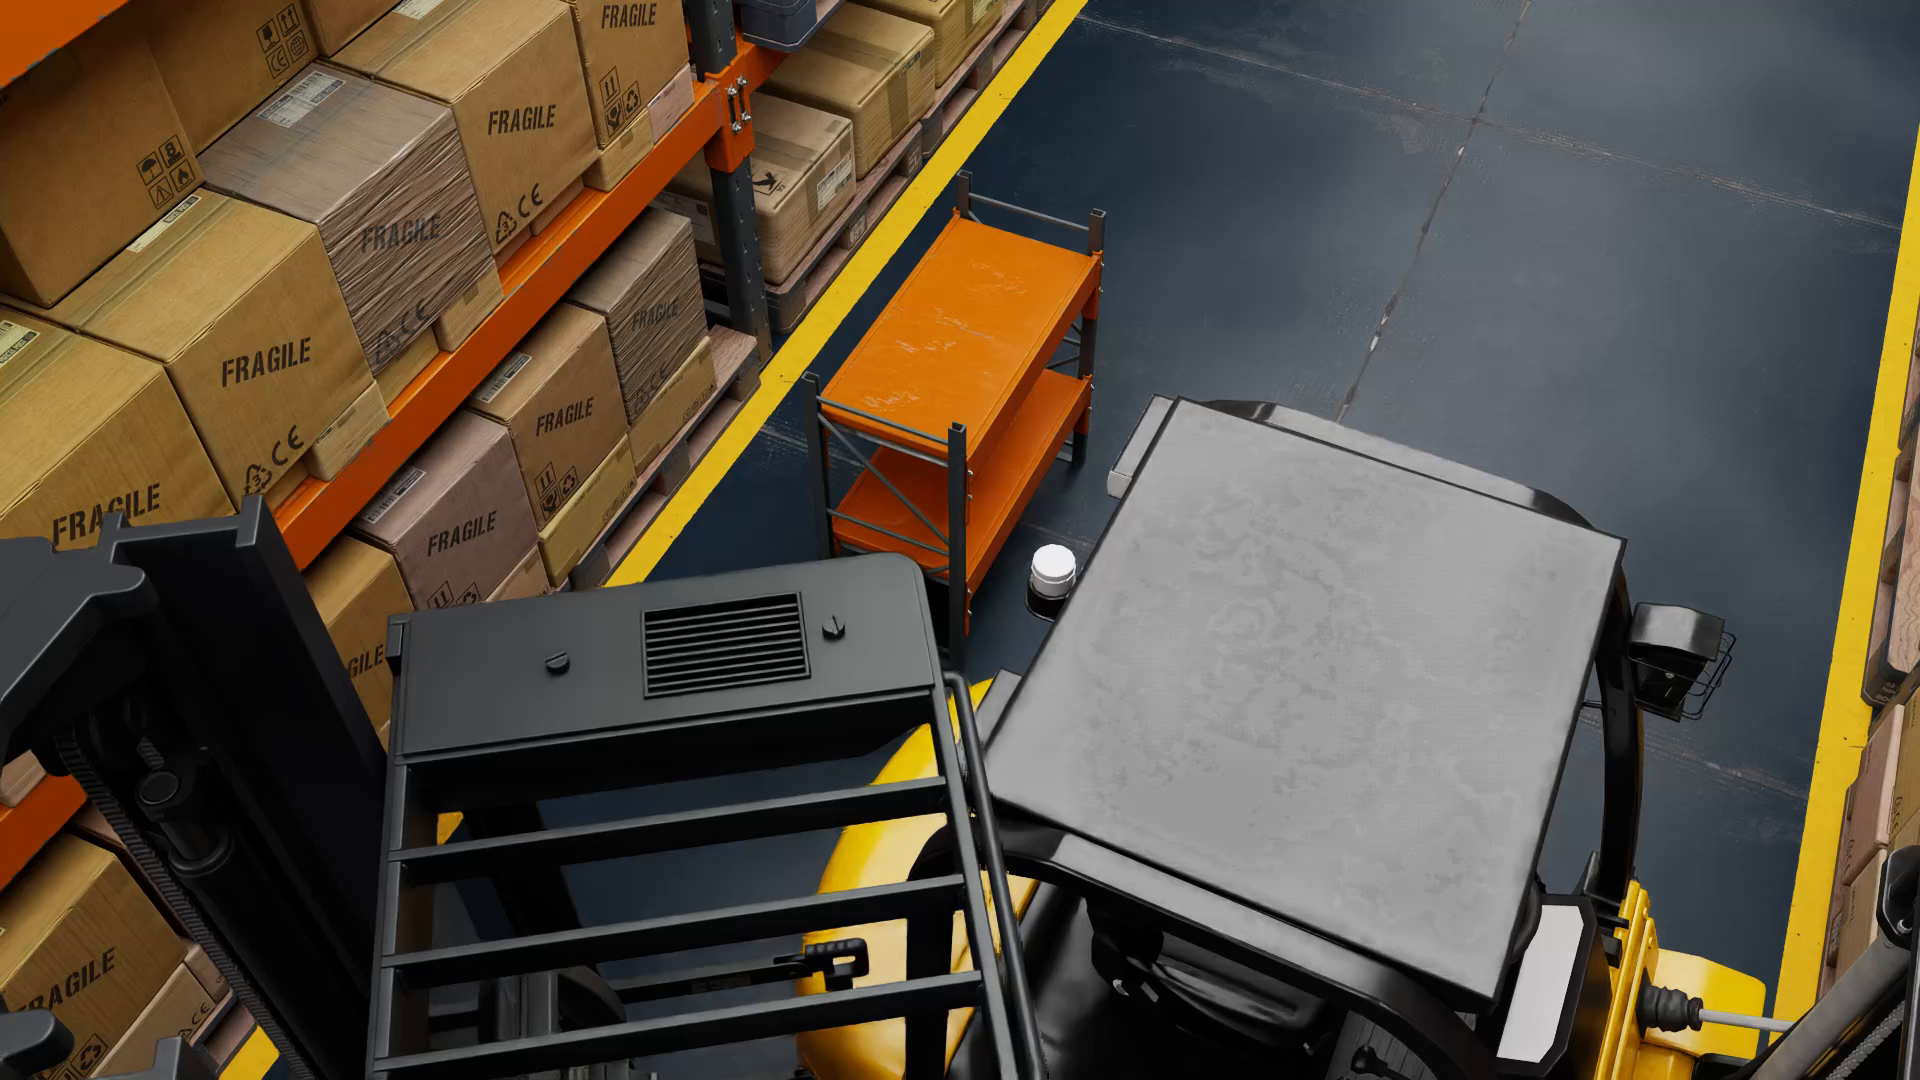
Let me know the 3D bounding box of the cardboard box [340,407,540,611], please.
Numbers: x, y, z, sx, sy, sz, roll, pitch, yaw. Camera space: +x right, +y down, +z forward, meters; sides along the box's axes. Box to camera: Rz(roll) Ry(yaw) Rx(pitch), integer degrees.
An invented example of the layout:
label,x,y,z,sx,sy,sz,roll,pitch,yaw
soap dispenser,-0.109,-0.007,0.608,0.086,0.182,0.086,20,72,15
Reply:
label,x,y,z,sx,sy,sz,roll,pitch,yaw
cardboard box,-1.632,-0.085,4.890,0.500,0.500,0.500,22,53,18

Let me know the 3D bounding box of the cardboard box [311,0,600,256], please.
label,x,y,z,sx,sy,sz,roll,pitch,yaw
cardboard box,-1.368,-1.180,4.523,0.500,0.500,0.500,21,53,17

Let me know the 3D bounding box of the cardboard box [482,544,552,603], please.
label,x,y,z,sx,sy,sz,roll,pitch,yaw
cardboard box,-1.639,0.174,5.162,0.500,0.250,0.500,21,53,17

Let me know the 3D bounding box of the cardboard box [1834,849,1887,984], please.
label,x,y,z,sx,sy,sz,roll,pitch,yaw
cardboard box,2.591,1.153,4.329,0.500,0.250,0.500,19,52,15

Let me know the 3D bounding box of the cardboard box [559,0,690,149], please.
label,x,y,z,sx,sy,sz,roll,pitch,yaw
cardboard box,-1.154,-1.536,4.827,0.500,0.500,0.500,19,52,15

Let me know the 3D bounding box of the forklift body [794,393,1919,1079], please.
label,x,y,z,sx,sy,sz,roll,pitch,yaw
forklift body,0.752,0.948,3.531,2.313,2.155,1.214,20,52,16

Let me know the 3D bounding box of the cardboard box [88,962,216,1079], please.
label,x,y,z,sx,sy,sz,roll,pitch,yaw
cardboard box,-2.304,1.249,4.247,0.500,0.250,0.500,19,52,16

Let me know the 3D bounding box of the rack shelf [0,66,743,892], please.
label,x,y,z,sx,sy,sz,roll,pitch,yaw
rack shelf,-2.044,-0.184,4.410,1.077,0.370,4.000,20,52,16

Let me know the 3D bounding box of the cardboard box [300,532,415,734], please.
label,x,y,z,sx,sy,sz,roll,pitch,yaw
cardboard box,-1.853,0.286,4.575,0.500,0.500,0.500,21,53,17

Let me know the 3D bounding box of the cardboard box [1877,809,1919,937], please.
label,x,y,z,sx,sy,sz,roll,pitch,yaw
cardboard box,2.601,0.991,4.139,0.500,0.250,0.500,20,52,16

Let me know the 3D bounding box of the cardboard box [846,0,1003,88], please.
label,x,y,z,sx,sy,sz,roll,pitch,yaw
cardboard box,-0.368,-2.417,7.286,0.950,0.372,0.625,21,53,17

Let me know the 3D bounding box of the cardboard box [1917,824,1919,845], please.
label,x,y,z,sx,sy,sz,roll,pitch,yaw
cardboard box,2.582,0.829,3.949,0.500,0.250,0.500,20,52,16

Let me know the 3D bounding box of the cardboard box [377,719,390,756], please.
label,x,y,z,sx,sy,sz,roll,pitch,yaw
cardboard box,-1.857,0.520,4.867,0.500,0.250,0.500,23,53,18

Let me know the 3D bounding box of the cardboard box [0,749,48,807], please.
label,x,y,z,sx,sy,sz,roll,pitch,yaw
cardboard box,-2.134,0.380,3.622,0.380,0.149,0.250,21,53,17

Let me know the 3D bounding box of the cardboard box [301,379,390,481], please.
label,x,y,z,sx,sy,sz,roll,pitch,yaw
cardboard box,-1.696,-0.337,4.232,0.380,0.149,0.250,20,53,16

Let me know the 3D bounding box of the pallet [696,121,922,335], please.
label,x,y,z,sx,sy,sz,roll,pitch,yaw
pallet,-0.858,-1.428,6.826,1.003,0.211,1.213,20,52,16

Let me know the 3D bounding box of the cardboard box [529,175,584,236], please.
label,x,y,z,sx,sy,sz,roll,pitch,yaw
cardboard box,-1.333,-1.064,4.851,0.380,0.149,0.250,20,52,16

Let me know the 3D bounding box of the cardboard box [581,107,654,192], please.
label,x,y,z,sx,sy,sz,roll,pitch,yaw
cardboard box,-1.151,-1.219,4.982,0.380,0.149,0.250,21,53,17

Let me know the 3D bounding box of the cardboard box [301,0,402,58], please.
label,x,y,z,sx,sy,sz,roll,pitch,yaw
cardboard box,-1.811,-1.670,4.284,0.700,0.500,0.500,20,52,16

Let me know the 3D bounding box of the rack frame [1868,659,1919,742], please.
label,x,y,z,sx,sy,sz,roll,pitch,yaw
rack frame,3.300,-0.182,3.935,1.000,3.000,0.127,20,52,16

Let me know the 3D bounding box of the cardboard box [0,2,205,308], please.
label,x,y,z,sx,sy,sz,roll,pitch,yaw
cardboard box,-2.191,-0.945,3.667,0.700,0.500,0.500,19,52,16

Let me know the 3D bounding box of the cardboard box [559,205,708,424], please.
label,x,y,z,sx,sy,sz,roll,pitch,yaw
cardboard box,-1.200,-0.788,5.488,0.500,0.500,0.500,19,52,16

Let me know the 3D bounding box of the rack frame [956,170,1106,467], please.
label,x,y,z,sx,sy,sz,roll,pitch,yaw
rack frame,0.220,-0.719,5.623,0.500,1.125,0.032,20,52,16

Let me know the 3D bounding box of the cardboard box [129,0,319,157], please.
label,x,y,z,sx,sy,sz,roll,pitch,yaw
cardboard box,-2.050,-1.333,3.998,0.700,0.500,0.500,19,52,15

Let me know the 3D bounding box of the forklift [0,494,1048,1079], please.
label,x,y,z,sx,sy,sz,roll,pitch,yaw
forklift,-0.430,1.138,2.857,3.031,2.935,1.130,-7,50,-6

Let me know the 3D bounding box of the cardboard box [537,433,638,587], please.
label,x,y,z,sx,sy,sz,roll,pitch,yaw
cardboard box,-1.417,-0.175,5.459,0.500,0.250,0.500,19,52,15

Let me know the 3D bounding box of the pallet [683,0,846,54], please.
label,x,y,z,sx,sy,sz,roll,pitch,yaw
pallet,-0.731,-2.211,5.788,1.003,0.211,1.213,20,52,16

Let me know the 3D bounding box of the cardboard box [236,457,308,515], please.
label,x,y,z,sx,sy,sz,roll,pitch,yaw
cardboard box,-1.856,-0.182,4.101,0.380,0.149,0.250,19,52,15

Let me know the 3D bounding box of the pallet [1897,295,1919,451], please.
label,x,y,z,sx,sy,sz,roll,pitch,yaw
pallet,4.099,-0.642,6.157,1.003,0.211,1.213,20,52,16

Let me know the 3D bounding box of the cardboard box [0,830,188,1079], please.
label,x,y,z,sx,sy,sz,roll,pitch,yaw
cardboard box,-2.294,0.990,3.976,0.500,0.500,0.500,18,52,15

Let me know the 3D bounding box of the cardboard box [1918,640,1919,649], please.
label,x,y,z,sx,sy,sz,roll,pitch,yaw
cardboard box,3.513,0.088,4.989,0.875,0.625,0.625,22,53,18

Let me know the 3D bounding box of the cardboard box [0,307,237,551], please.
label,x,y,z,sx,sy,sz,roll,pitch,yaw
cardboard box,-2.010,-0.114,3.616,0.500,0.500,0.500,19,52,15

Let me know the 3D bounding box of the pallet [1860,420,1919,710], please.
label,x,y,z,sx,sy,sz,roll,pitch,yaw
pallet,3.580,0.201,5.440,1.003,0.211,1.213,20,52,16

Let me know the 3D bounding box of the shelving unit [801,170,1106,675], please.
label,x,y,z,sx,sy,sz,roll,pitch,yaw
shelving unit,0.003,-0.369,5.326,0.538,1.125,1.048,20,52,16

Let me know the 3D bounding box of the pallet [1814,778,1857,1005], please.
label,x,y,z,sx,sy,sz,roll,pitch,yaw
pallet,2.922,1.255,4.543,1.003,0.211,1.213,20,52,16

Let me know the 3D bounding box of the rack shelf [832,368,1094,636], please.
label,x,y,z,sx,sy,sz,roll,pitch,yaw
rack shelf,0.003,-0.211,5.512,0.538,0.278,1.000,20,52,16

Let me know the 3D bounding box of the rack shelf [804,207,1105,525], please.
label,x,y,z,sx,sy,sz,roll,pitch,yaw
rack shelf,0.003,-0.559,5.103,0.538,0.278,1.000,20,52,16

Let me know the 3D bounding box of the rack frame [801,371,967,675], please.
label,x,y,z,sx,sy,sz,roll,pitch,yaw
rack frame,-0.214,-0.019,5.028,0.500,1.125,0.032,20,52,16

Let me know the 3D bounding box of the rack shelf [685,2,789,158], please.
label,x,y,z,sx,sy,sz,roll,pitch,yaw
rack shelf,-0.335,-2.939,6.753,1.077,0.370,4.000,20,52,16

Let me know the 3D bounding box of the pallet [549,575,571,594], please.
label,x,y,z,sx,sy,sz,roll,pitch,yaw
pallet,-1.964,0.426,5.249,1.003,0.211,1.213,20,52,16

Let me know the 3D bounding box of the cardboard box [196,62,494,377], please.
label,x,y,z,sx,sy,sz,roll,pitch,yaw
cardboard box,-1.586,-0.821,4.218,0.500,0.500,0.500,21,53,17

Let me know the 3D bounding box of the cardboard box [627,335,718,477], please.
label,x,y,z,sx,sy,sz,roll,pitch,yaw
cardboard box,-1.199,-0.545,5.774,0.500,0.250,0.500,22,53,18

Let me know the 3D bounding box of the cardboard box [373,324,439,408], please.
label,x,y,z,sx,sy,sz,roll,pitch,yaw
cardboard box,-1.619,-0.526,4.393,0.380,0.149,0.250,19,52,15

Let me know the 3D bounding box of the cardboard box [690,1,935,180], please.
label,x,y,z,sx,sy,sz,roll,pitch,yaw
cardboard box,-0.664,-1.937,6.879,0.950,0.372,0.625,23,53,18

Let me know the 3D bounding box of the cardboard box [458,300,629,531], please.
label,x,y,z,sx,sy,sz,roll,pitch,yaw
cardboard box,-1.415,-0.437,5.190,0.500,0.500,0.500,21,53,17

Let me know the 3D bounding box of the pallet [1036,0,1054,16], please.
label,x,y,z,sx,sy,sz,roll,pitch,yaw
pallet,0.184,-3.108,8.256,1.003,0.211,1.213,20,52,16

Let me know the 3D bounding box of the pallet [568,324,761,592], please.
label,x,y,z,sx,sy,sz,roll,pitch,yaw
pallet,-1.444,-0.417,5.966,1.003,0.211,1.213,20,52,16

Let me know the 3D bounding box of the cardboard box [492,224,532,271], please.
label,x,y,z,sx,sy,sz,roll,pitch,yaw
cardboard box,-1.452,-0.898,4.709,0.380,0.149,0.250,19,52,16

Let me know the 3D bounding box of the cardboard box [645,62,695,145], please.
label,x,y,z,sx,sy,sz,roll,pitch,yaw
cardboard box,-1.051,-1.393,5.130,0.380,0.149,0.250,19,52,16

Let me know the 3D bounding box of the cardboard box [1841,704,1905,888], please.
label,x,y,z,sx,sy,sz,roll,pitch,yaw
cardboard box,2.794,0.798,4.631,0.500,0.250,0.500,20,53,16

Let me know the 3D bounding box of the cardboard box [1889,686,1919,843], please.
label,x,y,z,sx,sy,sz,roll,pitch,yaw
cardboard box,2.814,0.644,4.434,0.500,0.250,0.500,20,52,16

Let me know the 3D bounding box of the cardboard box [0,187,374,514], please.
label,x,y,z,sx,sy,sz,roll,pitch,yaw
cardboard box,-1.800,-0.467,3.917,0.500,0.500,0.500,19,52,15

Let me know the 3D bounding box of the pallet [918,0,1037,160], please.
label,x,y,z,sx,sy,sz,roll,pitch,yaw
pallet,-0.338,-2.271,7.543,1.003,0.211,1.213,20,52,16

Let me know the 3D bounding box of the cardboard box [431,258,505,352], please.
label,x,y,z,sx,sy,sz,roll,pitch,yaw
cardboard box,-1.482,-0.692,4.534,0.380,0.149,0.250,19,52,16

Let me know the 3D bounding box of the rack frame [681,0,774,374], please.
label,x,y,z,sx,sy,sz,roll,pitch,yaw
rack frame,-1.189,-1.795,5.307,1.000,3.000,0.127,20,52,16

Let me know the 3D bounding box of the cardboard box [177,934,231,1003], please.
label,x,y,z,sx,sy,sz,roll,pitch,yaw
cardboard box,-2.079,0.900,4.544,0.500,0.250,0.500,22,53,17

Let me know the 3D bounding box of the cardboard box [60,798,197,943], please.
label,x,y,z,sx,sy,sz,roll,pitch,yaw
cardboard box,-2.075,0.628,4.283,0.500,0.500,0.500,18,52,15

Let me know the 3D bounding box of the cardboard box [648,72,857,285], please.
label,x,y,z,sx,sy,sz,roll,pitch,yaw
cardboard box,-0.968,-1.441,6.456,0.950,0.372,0.625,20,53,17

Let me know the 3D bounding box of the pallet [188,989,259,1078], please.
label,x,y,z,sx,sy,sz,roll,pitch,yaw
pallet,-2.487,1.263,4.537,1.003,0.211,1.213,20,52,16
